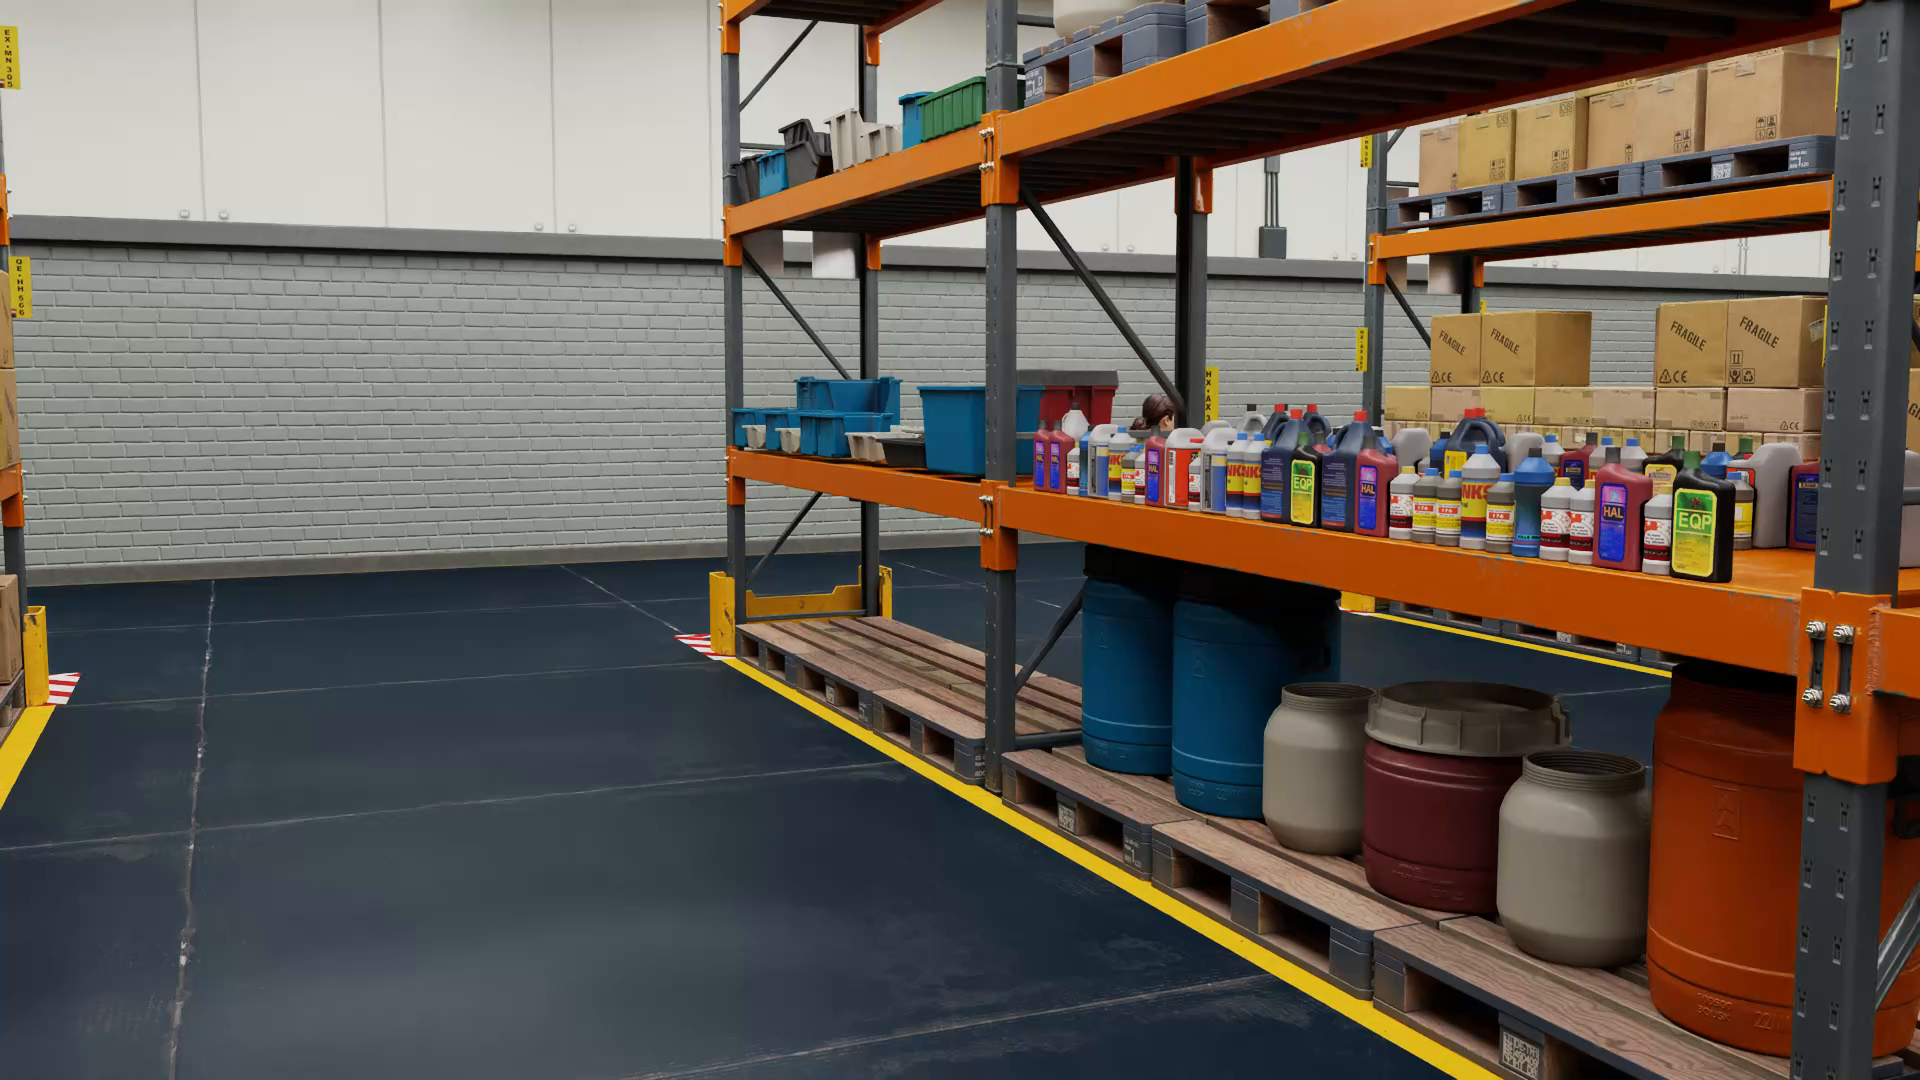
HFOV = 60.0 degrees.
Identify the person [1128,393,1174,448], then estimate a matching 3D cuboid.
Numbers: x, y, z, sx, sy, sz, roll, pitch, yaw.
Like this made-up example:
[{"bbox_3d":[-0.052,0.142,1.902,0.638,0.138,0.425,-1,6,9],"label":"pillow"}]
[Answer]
[{"bbox_3d":[1.060,0.026,9.189,0.354,1.673,0.499,-2,6,-24],"label":"person"}]
